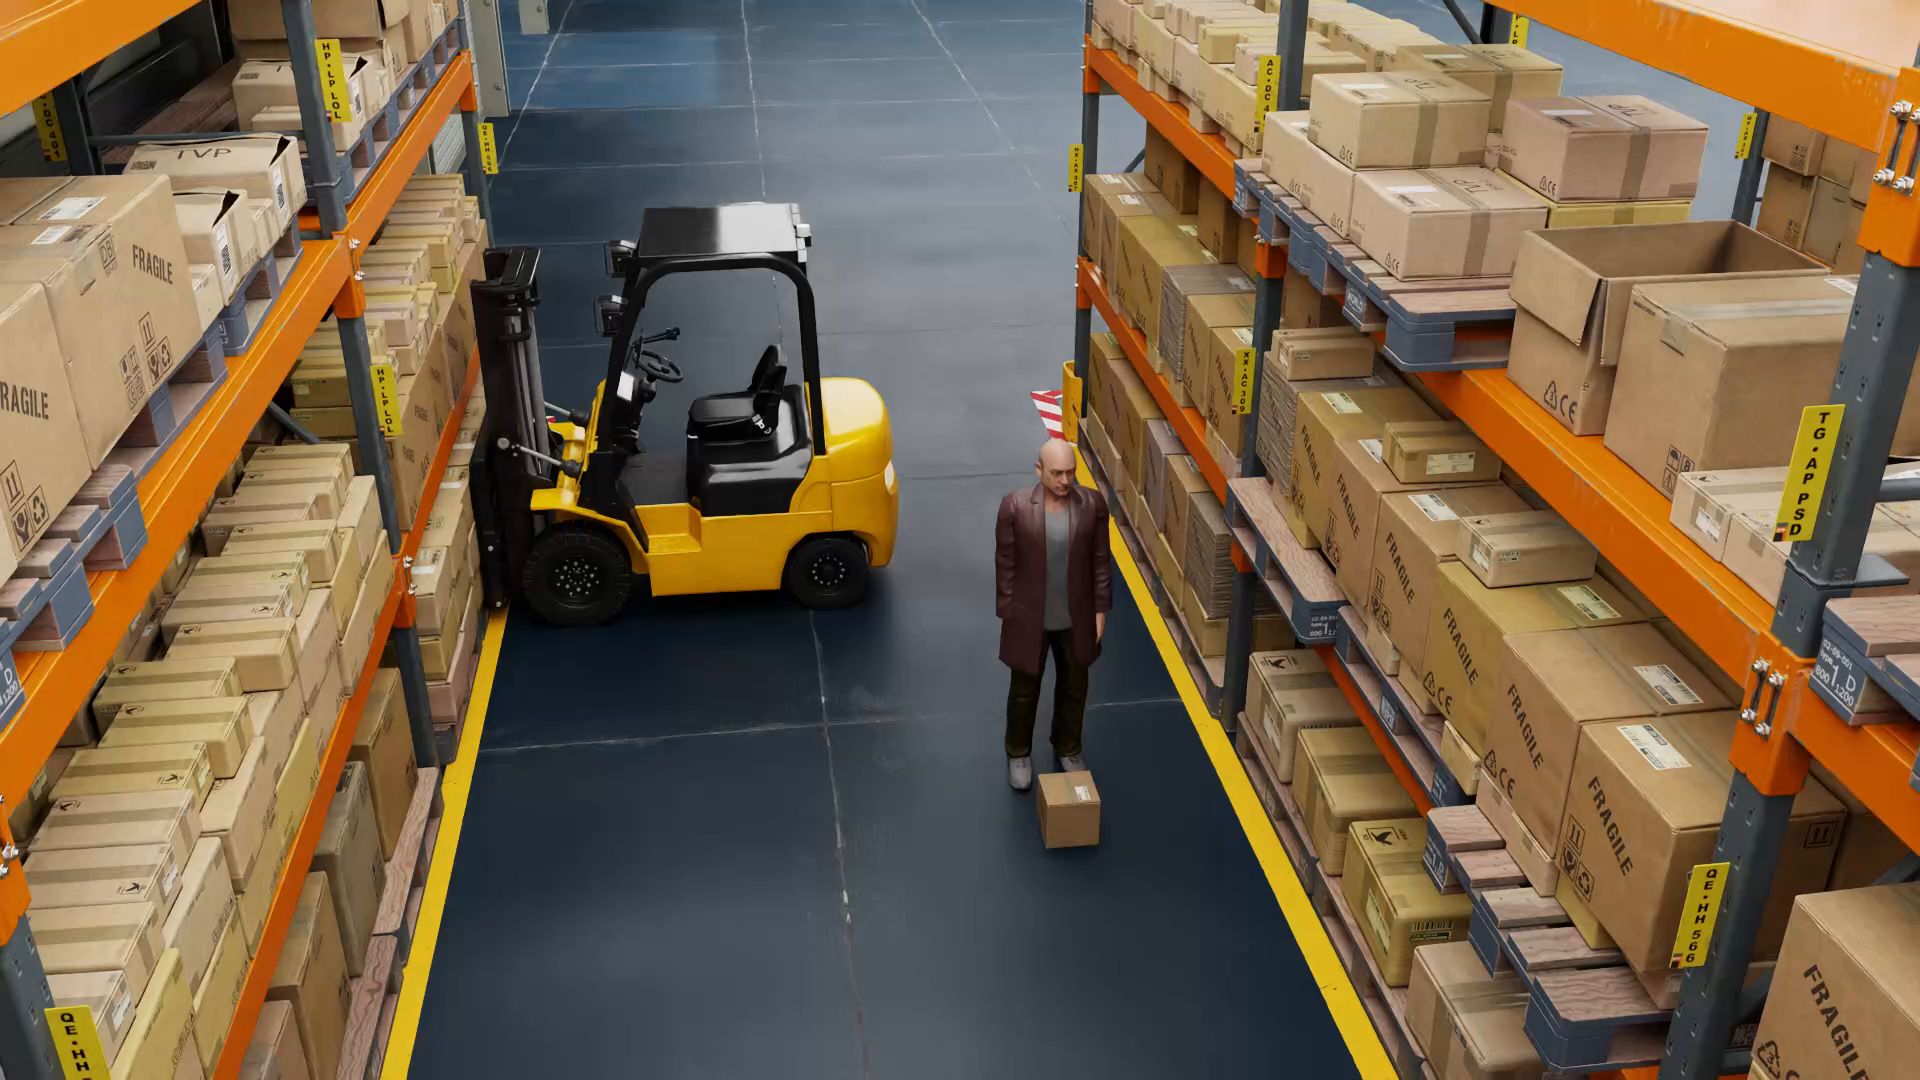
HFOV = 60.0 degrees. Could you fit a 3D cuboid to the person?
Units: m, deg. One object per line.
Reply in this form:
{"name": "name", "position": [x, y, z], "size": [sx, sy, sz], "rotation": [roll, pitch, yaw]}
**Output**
{"name": "person", "position": [0.450, 0.409, 7.954], "size": [0.562, 1.662, 0.377], "rotation": [-3, 27, -7]}
